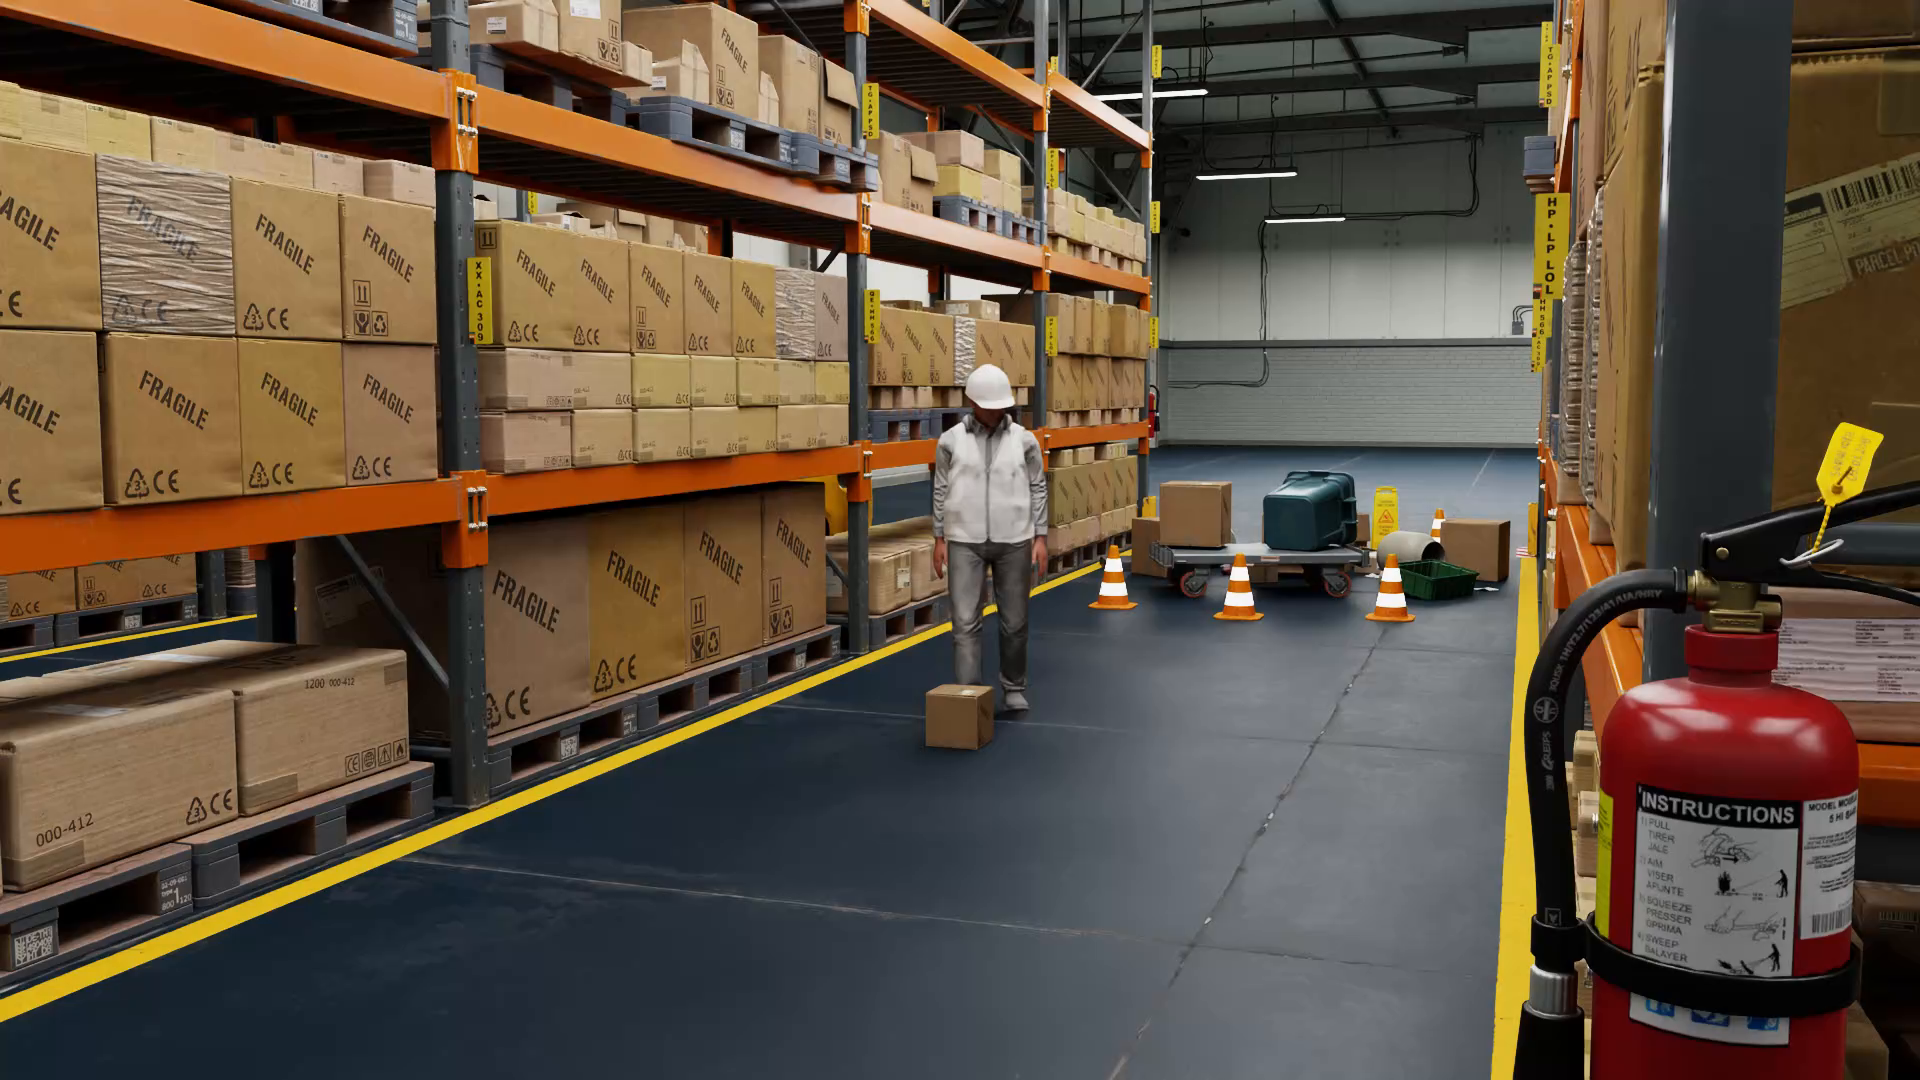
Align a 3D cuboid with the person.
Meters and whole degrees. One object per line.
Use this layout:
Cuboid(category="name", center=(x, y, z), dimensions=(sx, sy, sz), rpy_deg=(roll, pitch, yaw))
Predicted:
Cuboid(category="person", center=(0.145, 0.022, 8.090), dimensions=(0.568, 1.748, 0.753), rpy_deg=(0, 5, 2))
